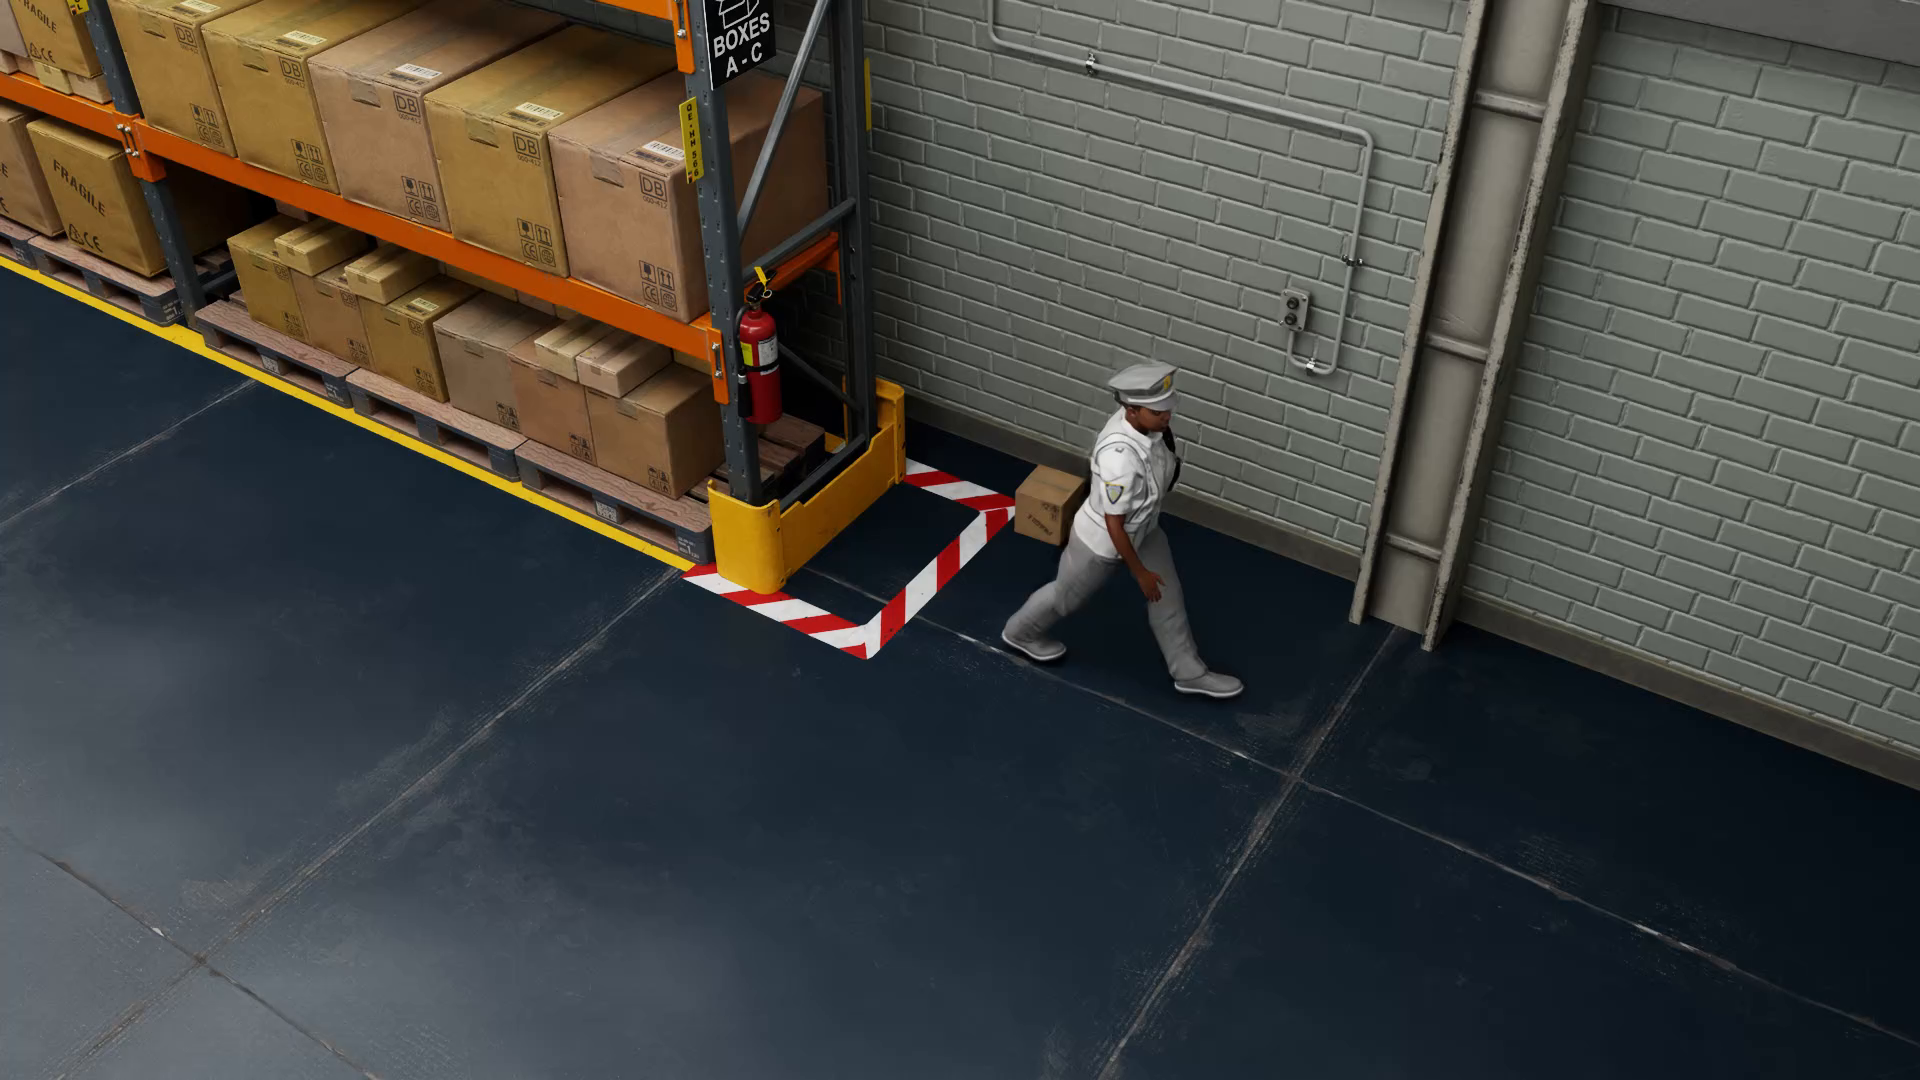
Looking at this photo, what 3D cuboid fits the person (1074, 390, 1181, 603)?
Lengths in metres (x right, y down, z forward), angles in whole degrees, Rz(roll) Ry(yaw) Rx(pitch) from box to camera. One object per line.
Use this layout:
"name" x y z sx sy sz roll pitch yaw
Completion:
"person" 0.663 -0.273 6.518 0.516 0.952 0.484 22 44 25
